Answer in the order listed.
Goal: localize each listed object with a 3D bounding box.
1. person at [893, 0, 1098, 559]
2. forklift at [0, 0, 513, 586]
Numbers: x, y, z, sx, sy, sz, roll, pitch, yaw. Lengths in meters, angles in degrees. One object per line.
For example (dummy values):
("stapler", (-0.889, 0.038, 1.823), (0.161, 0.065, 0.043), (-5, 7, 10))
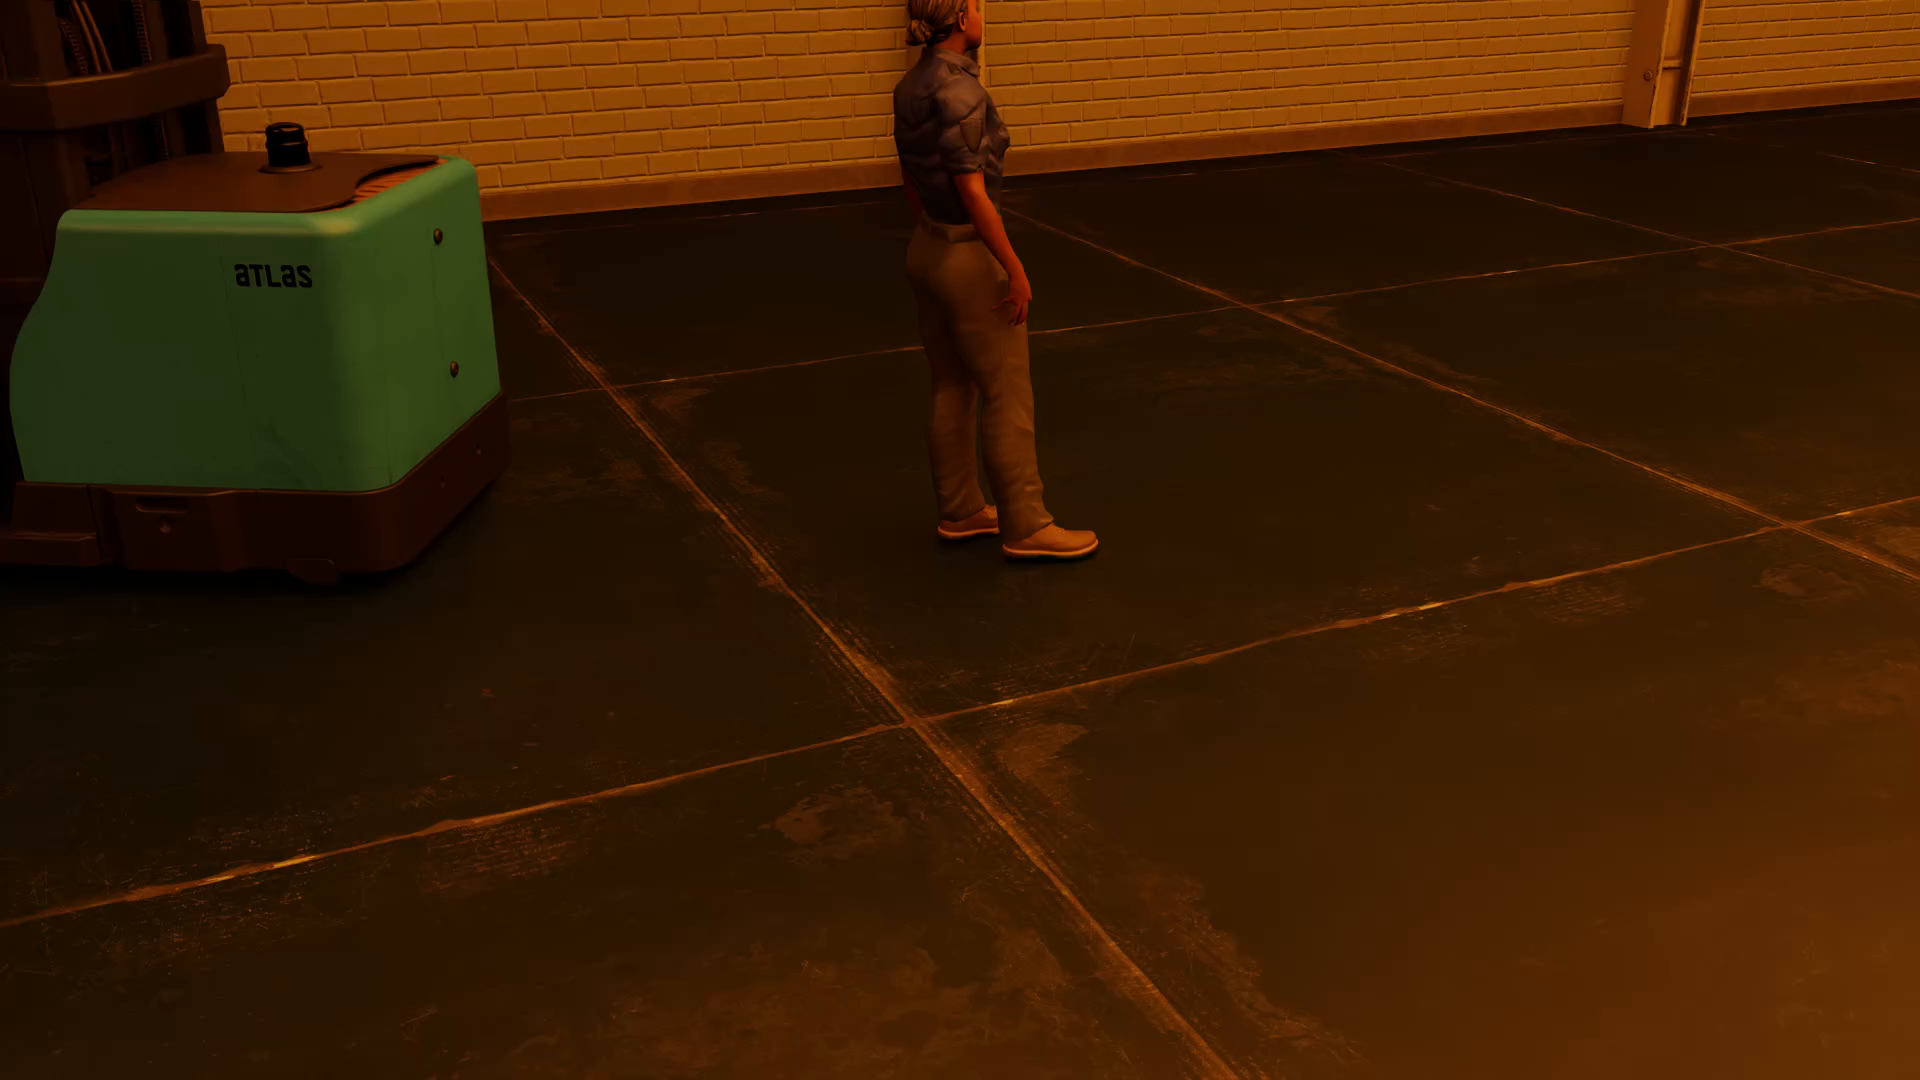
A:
("person", (0.088, -0.778, 4.804), (0.503, 1.656, 0.569), (-10, 25, -23))
("forklift", (-3.045, -1.441, 4.755), (3.031, 2.935, 1.130), (2, 23, 5))
